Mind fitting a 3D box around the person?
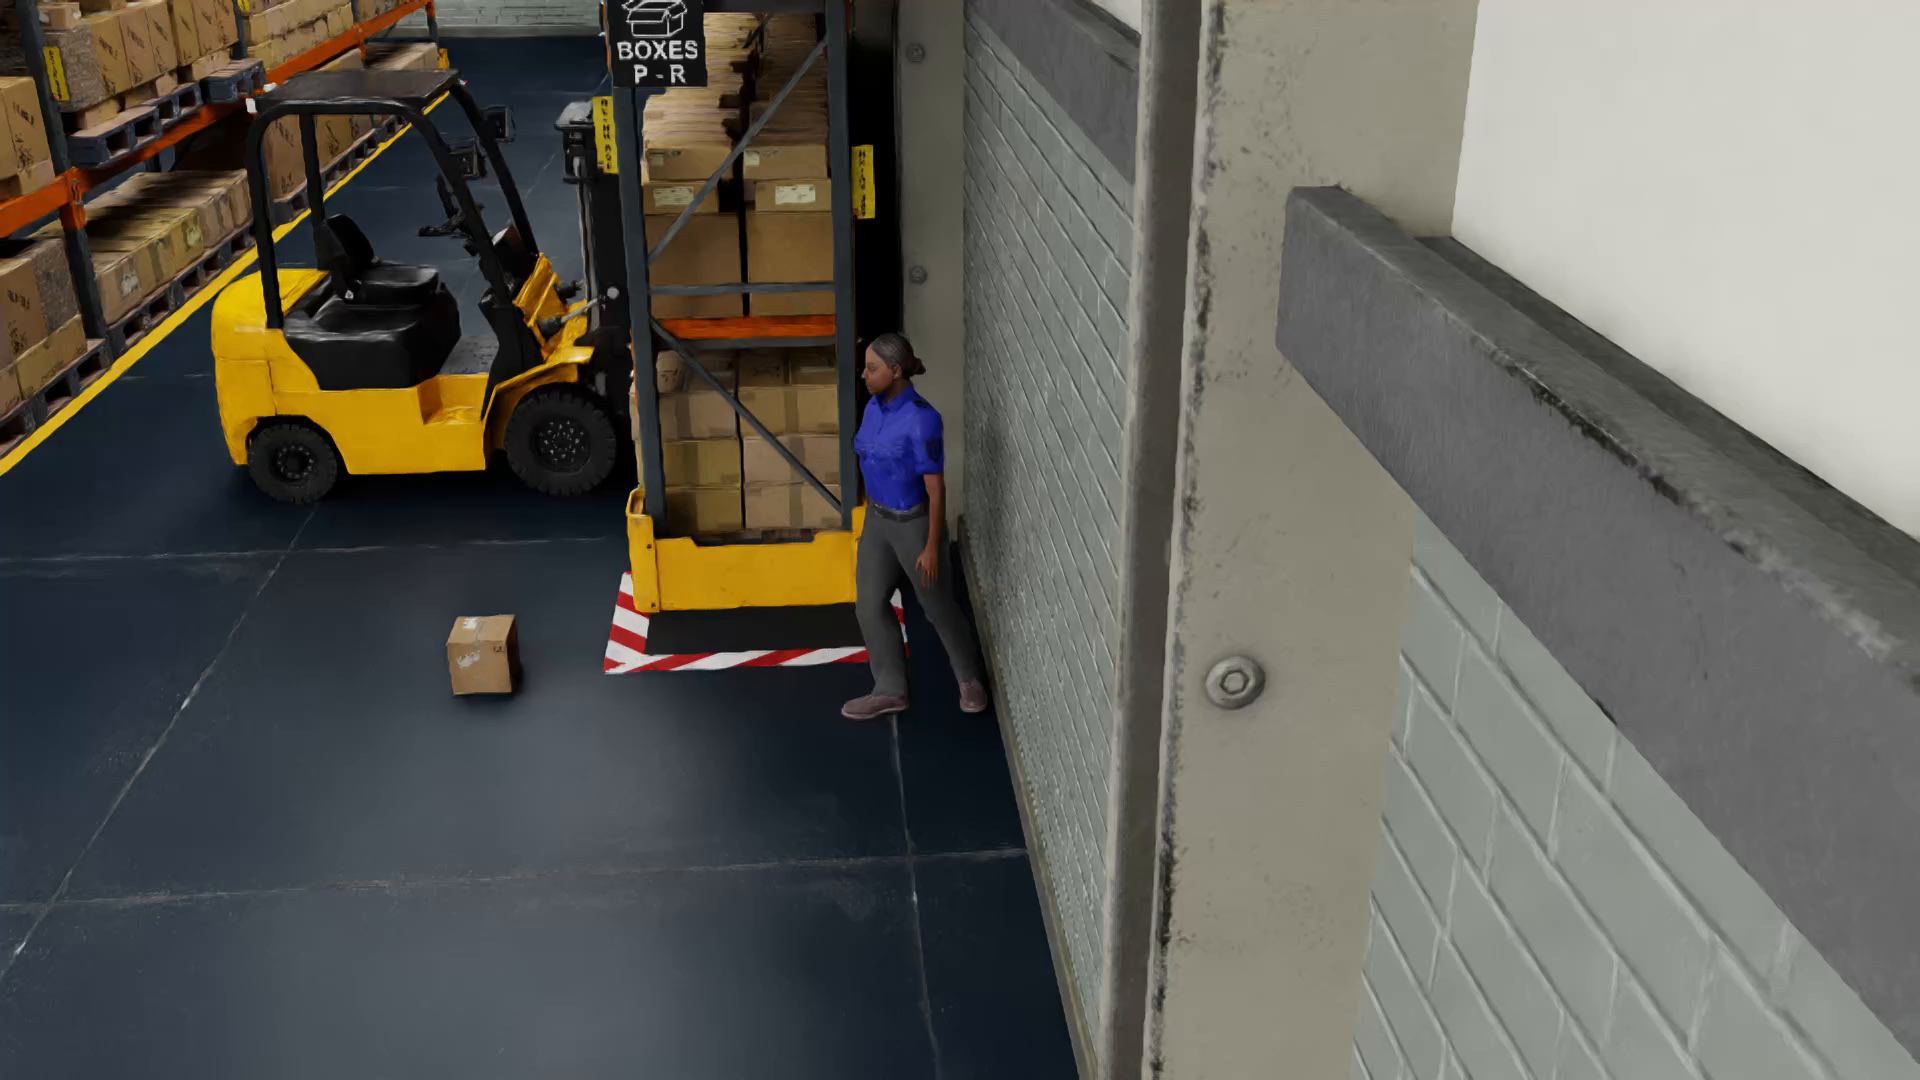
[{"bbox_3d":[-0.192,-0.052,6.735,0.597,1.647,0.544,-19,30,-37],"label":"person"}]
